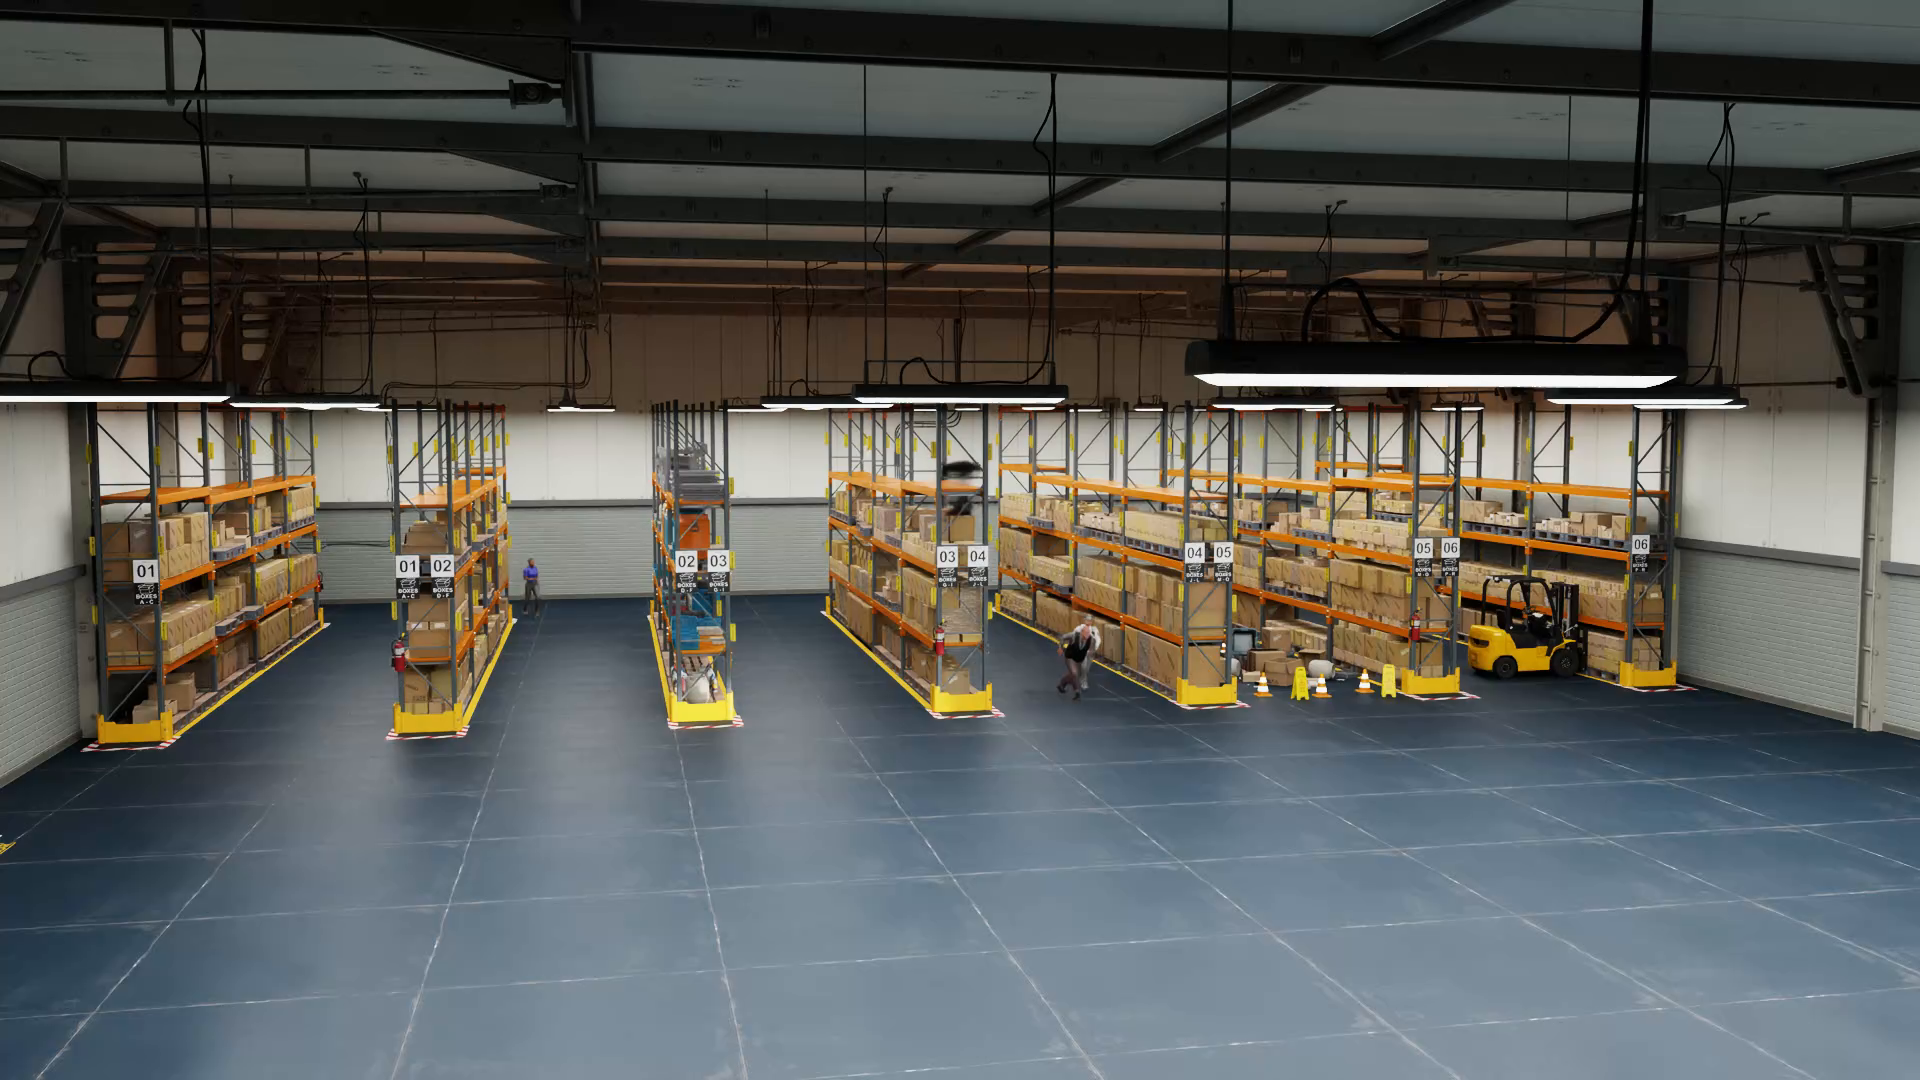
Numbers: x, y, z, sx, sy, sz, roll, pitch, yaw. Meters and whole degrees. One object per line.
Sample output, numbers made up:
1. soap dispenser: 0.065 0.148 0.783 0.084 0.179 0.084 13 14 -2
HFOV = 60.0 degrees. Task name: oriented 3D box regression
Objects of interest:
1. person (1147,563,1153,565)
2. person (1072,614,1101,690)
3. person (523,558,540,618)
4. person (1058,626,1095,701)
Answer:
1. person: 5.250 1.516 44.465 0.658 1.737 0.906 -3 5 -36
2. person: 2.631 2.315 34.610 0.608 1.617 0.755 -1 4 -14
3. person: -12.107 1.369 46.992 0.538 1.698 0.831 -4 6 -40
4. person: 2.334 2.455 33.657 0.643 1.519 1.141 -2 5 -23
